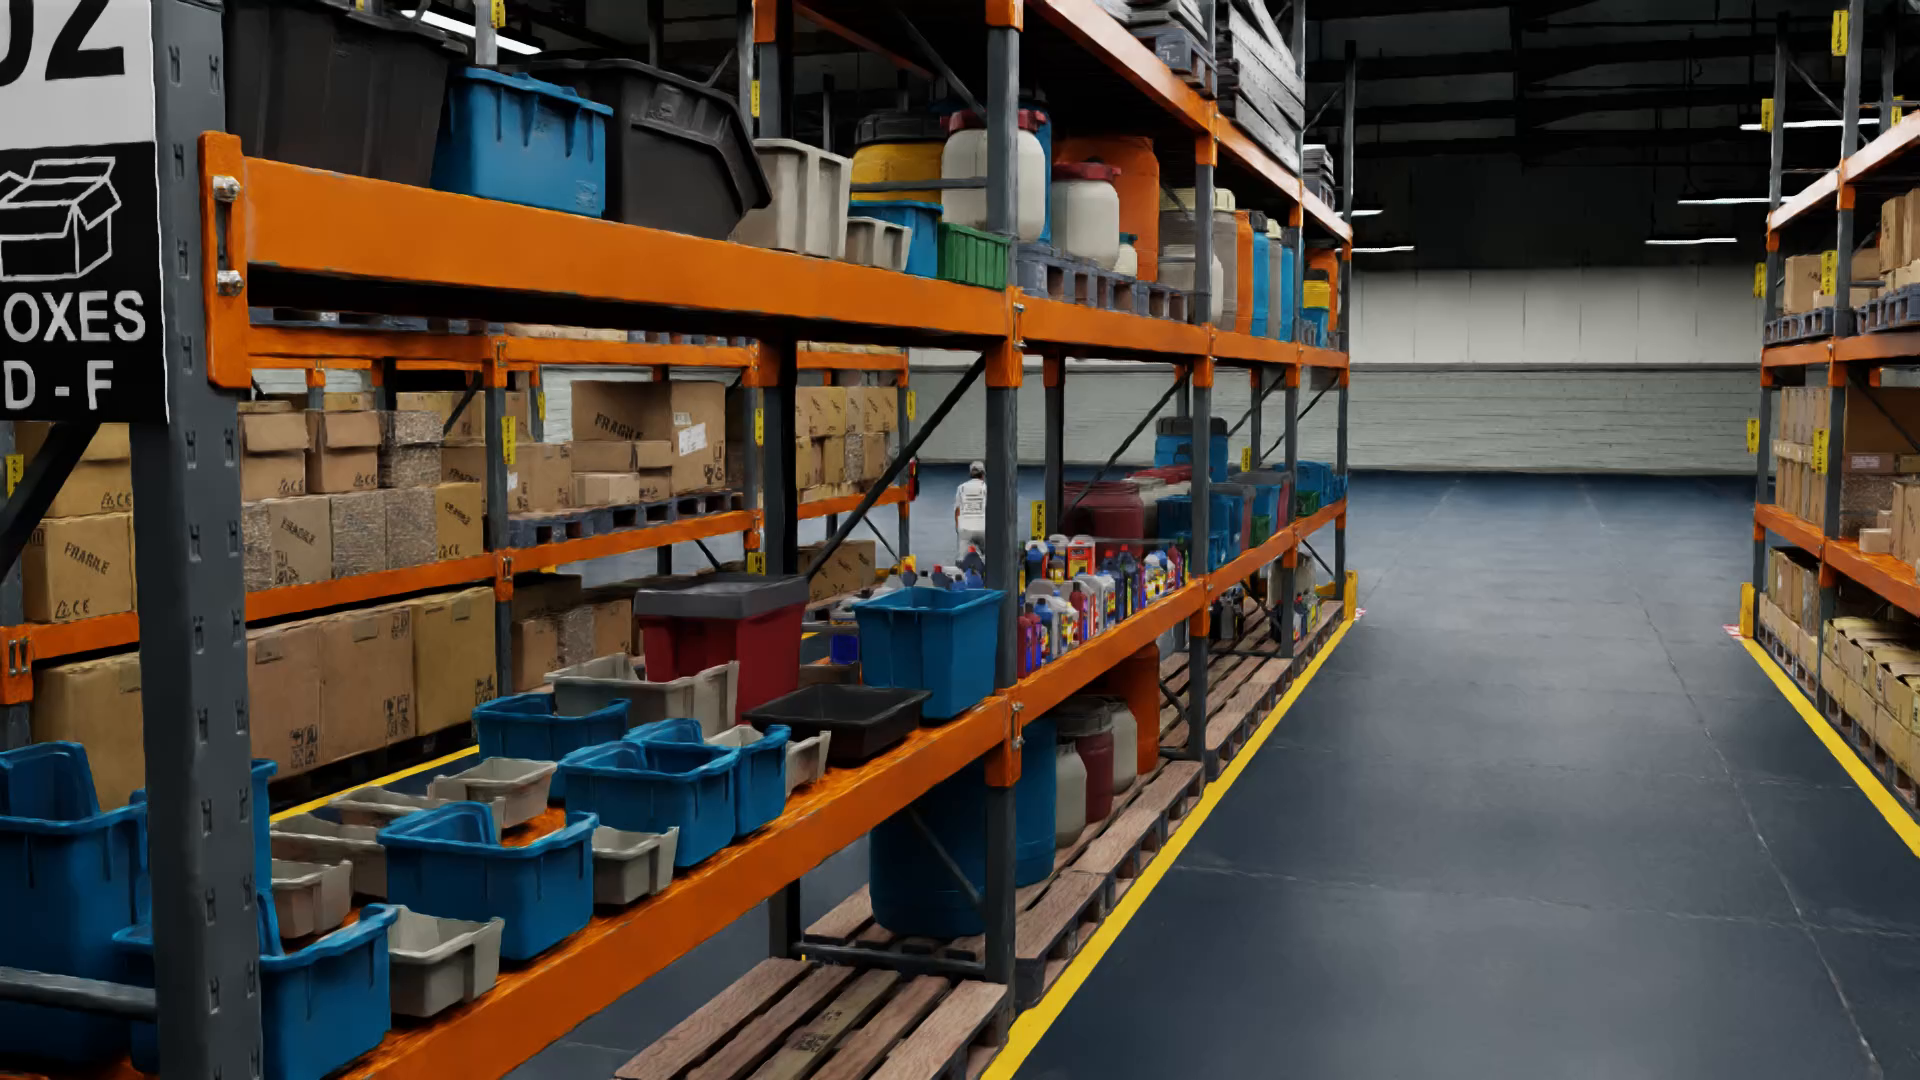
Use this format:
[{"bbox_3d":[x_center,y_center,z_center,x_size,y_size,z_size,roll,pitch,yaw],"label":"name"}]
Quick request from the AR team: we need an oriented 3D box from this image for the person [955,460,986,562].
[{"bbox_3d":[0.172,-0.089,18.658,0.484,1.605,1.030,2,6,17],"label":"person"}]
